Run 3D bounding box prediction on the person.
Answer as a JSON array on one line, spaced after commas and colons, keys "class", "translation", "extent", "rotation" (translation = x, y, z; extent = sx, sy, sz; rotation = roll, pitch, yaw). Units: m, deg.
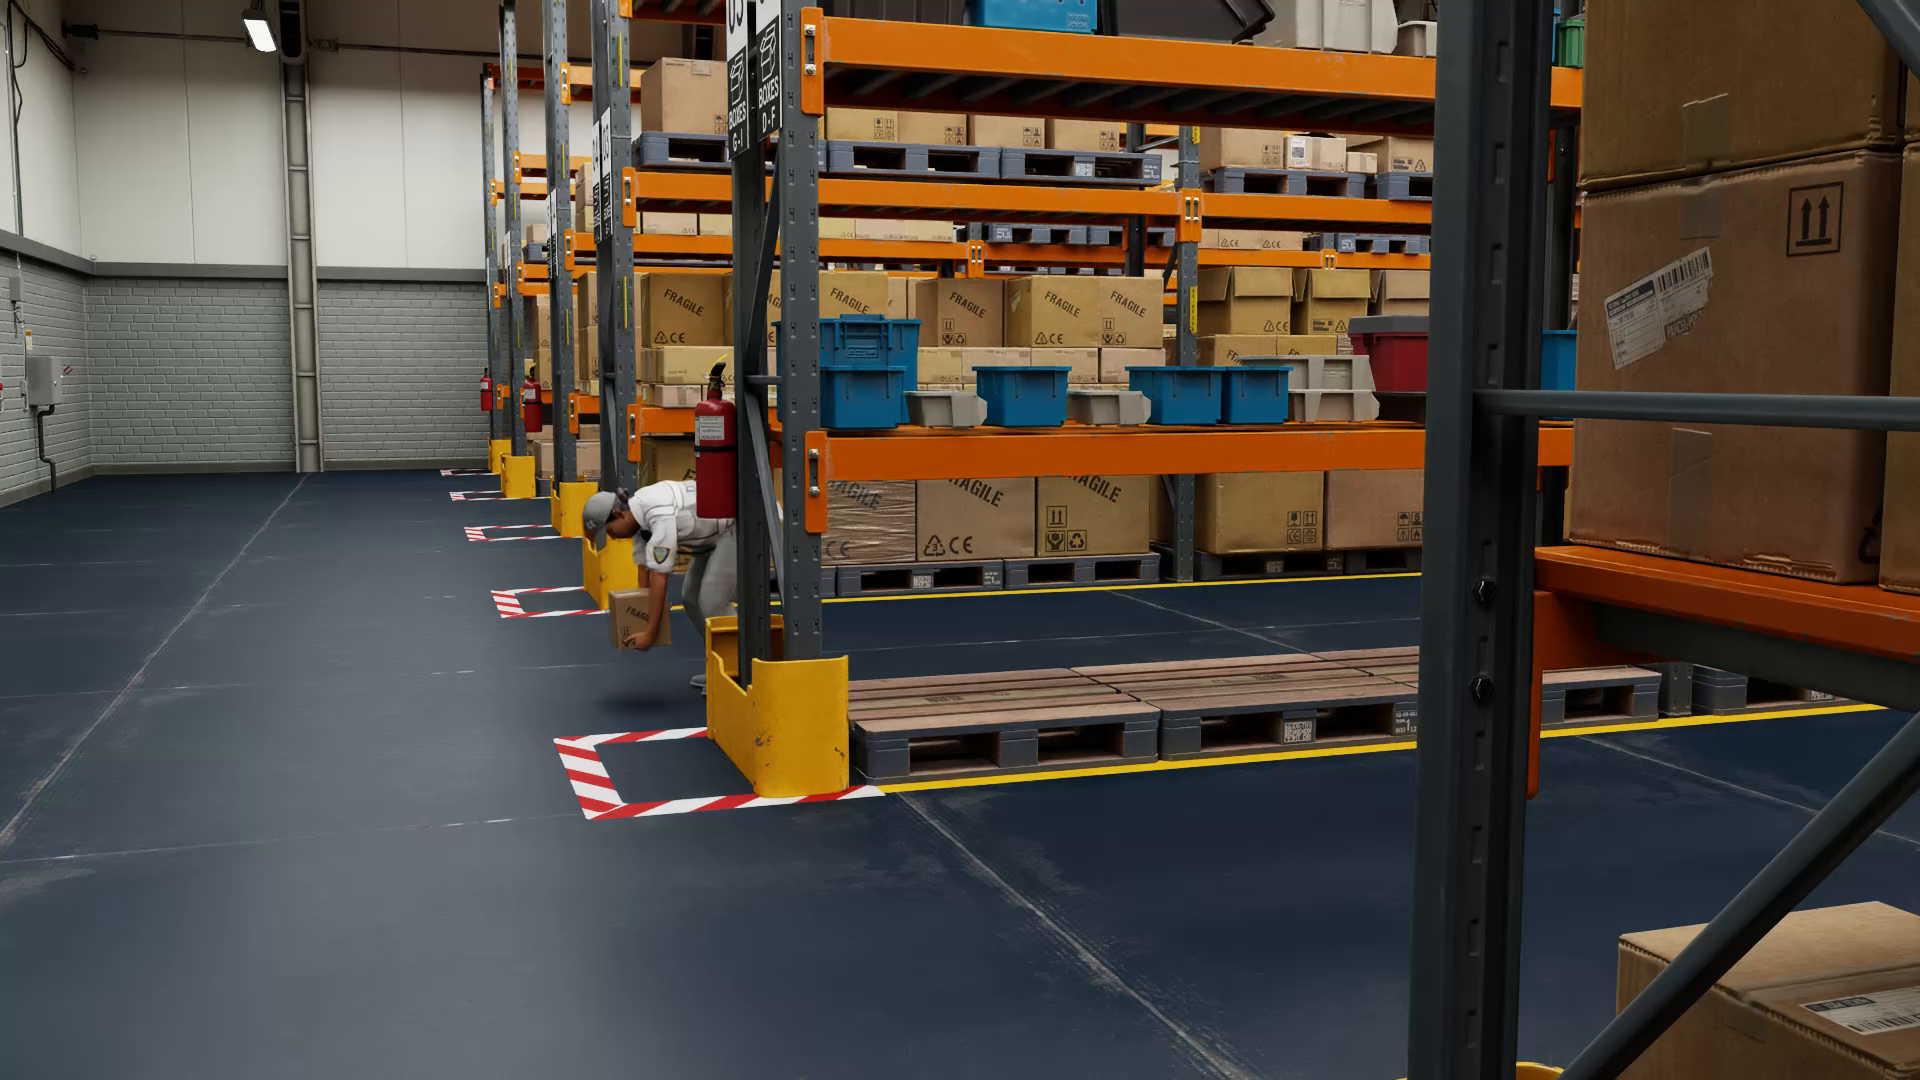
[{"class": "person", "translation": [-1.122, -0.098, 7.998], "extent": [0.466, 1.665, 0.543], "rotation": [-2, 6, -22]}]
